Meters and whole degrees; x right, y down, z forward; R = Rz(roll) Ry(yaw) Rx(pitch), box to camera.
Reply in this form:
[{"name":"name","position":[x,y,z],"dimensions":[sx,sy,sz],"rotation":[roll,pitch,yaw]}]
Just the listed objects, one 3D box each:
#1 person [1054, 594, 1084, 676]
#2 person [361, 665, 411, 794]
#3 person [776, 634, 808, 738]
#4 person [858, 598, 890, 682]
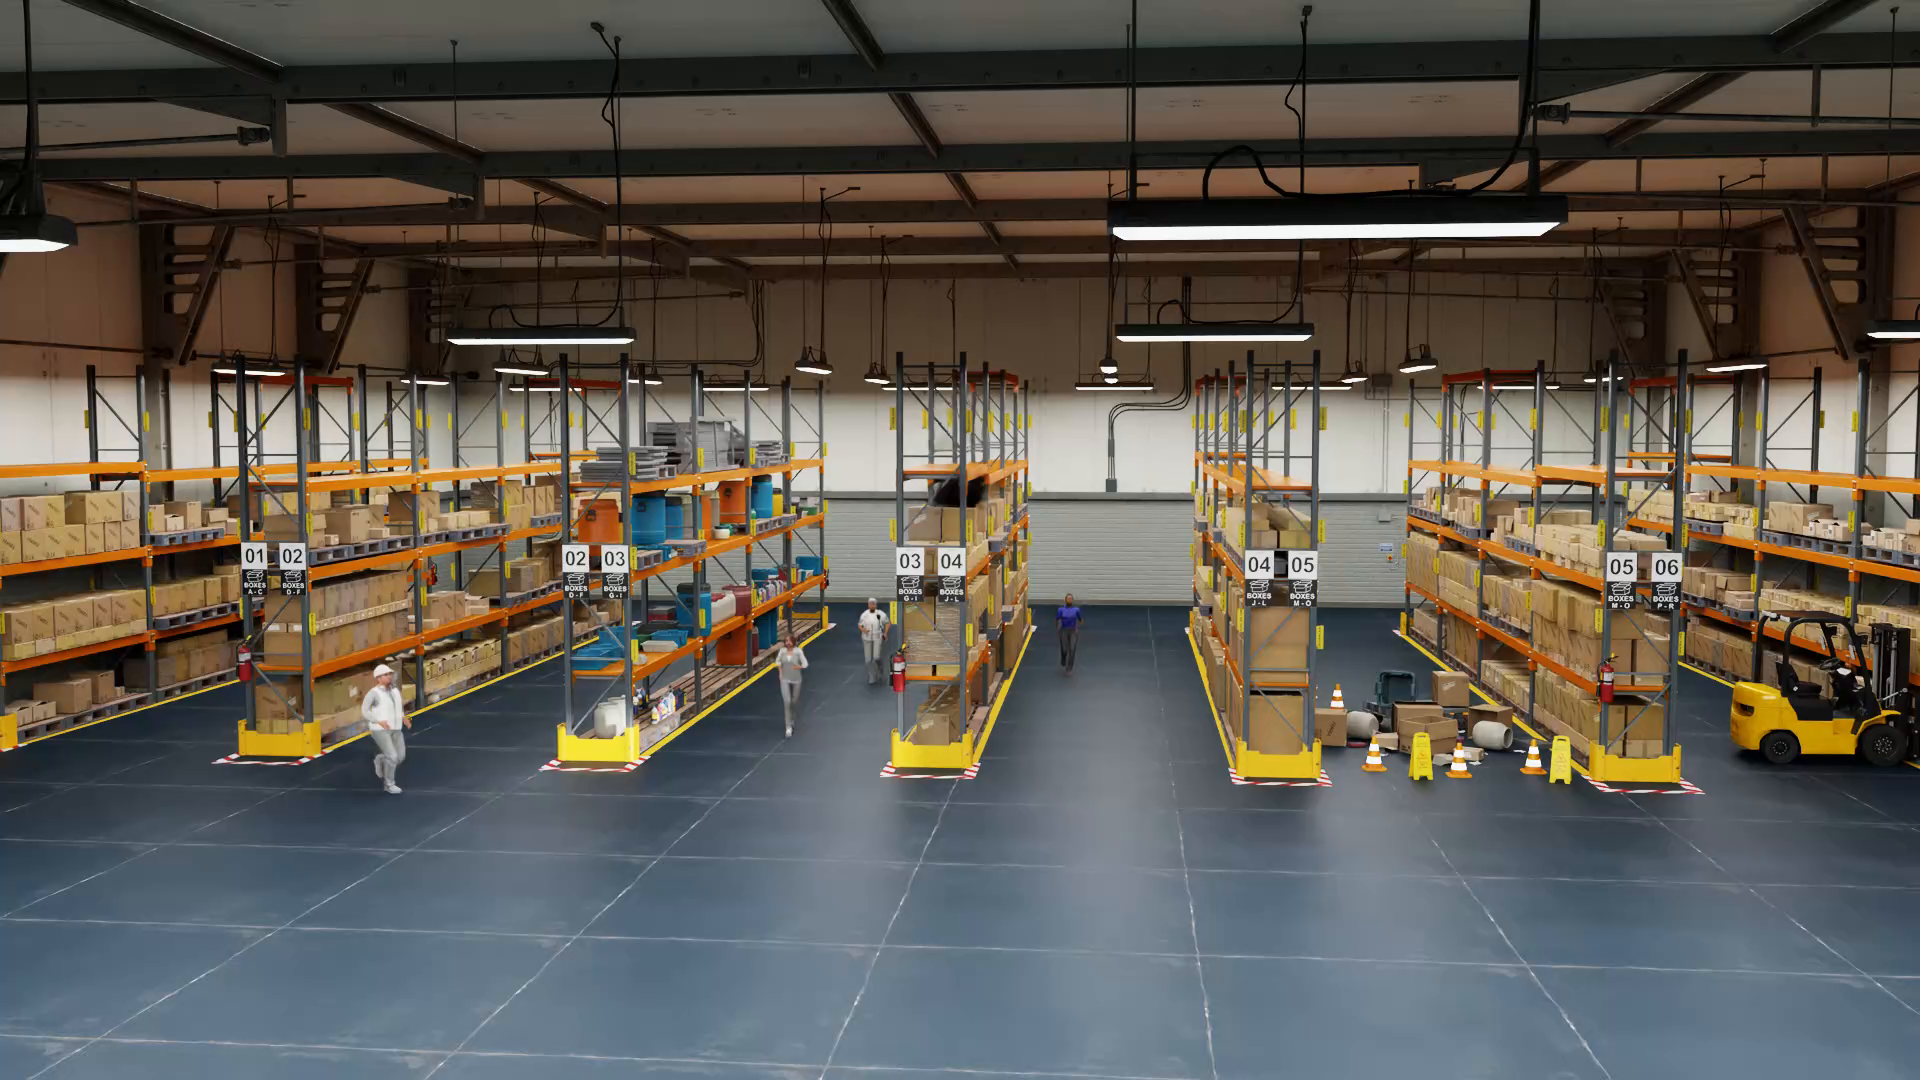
[{"name":"person","position":[2.158,1.870,32.954],"dimensions":[0.586,1.621,0.566],"rotation":[0,4,1]},{"name":"person","position":[-7.808,2.549,22.525],"dimensions":[0.599,1.734,0.660],"rotation":[2,5,28]},{"name":"person","position":[-2.698,2.315,26.723],"dimensions":[0.522,1.597,0.813],"rotation":[0,4,-5]},{"name":"person","position":[-1.659,1.923,31.835],"dimensions":[0.592,1.629,0.577],"rotation":[0,4,7]}]
